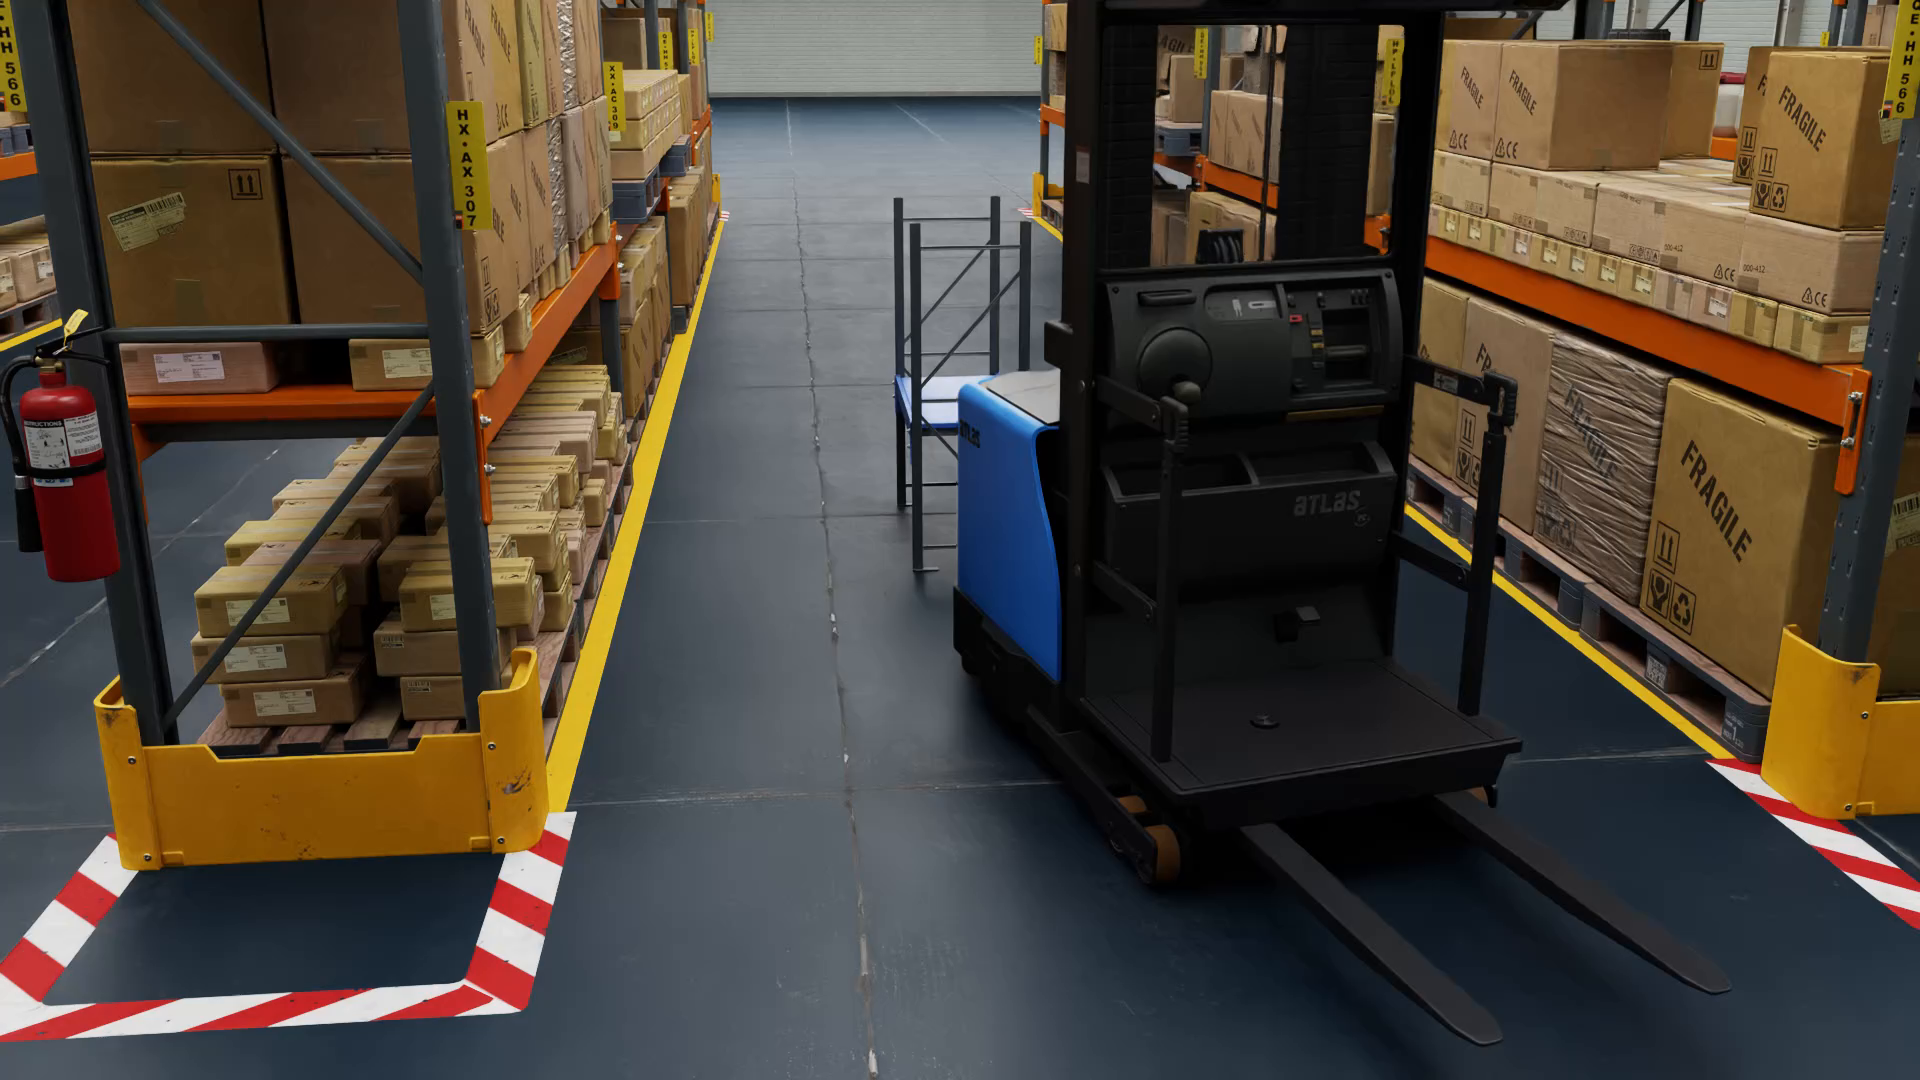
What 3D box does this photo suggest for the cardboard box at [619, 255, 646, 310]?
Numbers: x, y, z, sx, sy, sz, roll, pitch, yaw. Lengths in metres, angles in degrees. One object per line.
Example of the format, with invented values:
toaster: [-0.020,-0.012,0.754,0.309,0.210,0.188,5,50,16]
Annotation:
cardboard box: [-2.100,-1.485,9.620,0.500,0.250,0.500,-1,17,-4]

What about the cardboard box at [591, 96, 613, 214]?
cardboard box: [-1.898,-1.787,7.697,0.500,0.500,0.500,-2,18,-6]

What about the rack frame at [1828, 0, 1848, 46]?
rack frame: [11.331,-5.736,20.939,1.000,3.000,0.127,-2,18,-6]

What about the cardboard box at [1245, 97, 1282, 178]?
cardboard box: [2.194,-2.636,10.898,0.500,0.500,0.500,-2,18,-7]

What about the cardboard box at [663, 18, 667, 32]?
cardboard box: [-2.942,-4.340,14.657,0.700,0.500,0.500,-2,18,-7]

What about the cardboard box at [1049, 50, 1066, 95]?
cardboard box: [1.507,-5.456,19.384,0.875,0.500,0.500,-2,18,-6]

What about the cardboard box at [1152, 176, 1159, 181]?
cardboard box: [1.822,-3.538,17.410,0.500,0.500,0.500,4,18,12]

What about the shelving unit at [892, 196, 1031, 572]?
shelving unit: [-0.009,-0.741,7.533,0.538,1.500,1.048,-2,18,-6]

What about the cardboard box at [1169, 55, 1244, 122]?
cardboard box: [2.050,-3.618,13.327,0.700,0.500,0.500,1,17,3]

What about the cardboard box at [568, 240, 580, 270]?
cardboard box: [-1.804,-1.222,6.982,0.380,0.149,0.250,-3,18,-8]

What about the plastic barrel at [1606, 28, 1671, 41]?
plastic barrel: [6.555,-4.507,16.188,0.600,0.901,0.708,-2,18,-6]

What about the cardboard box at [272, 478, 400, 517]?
cardboard box: [-2.292,-0.122,6.123,0.380,0.149,0.250,-1,17,-4]

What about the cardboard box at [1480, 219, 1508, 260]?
cardboard box: [2.525,-1.326,7.313,0.380,0.149,0.250,-2,18,-6]

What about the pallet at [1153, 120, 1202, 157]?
pallet: [2.123,-3.165,13.071,1.213,0.211,1.003,-2,18,-6]

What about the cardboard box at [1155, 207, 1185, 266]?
cardboard box: [2.078,-2.597,14.381,0.700,0.500,0.500,0,17,-1]

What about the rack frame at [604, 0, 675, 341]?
rack frame: [-2.642,-2.924,11.984,1.000,3.000,0.127,-2,18,-6]

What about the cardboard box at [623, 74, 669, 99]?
cardboard box: [-2.034,-2.852,10.480,0.380,0.149,0.250,-2,18,-6]

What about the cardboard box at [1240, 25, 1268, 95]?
cardboard box: [2.362,-3.355,11.515,0.797,0.503,0.637,-1,17,-4]

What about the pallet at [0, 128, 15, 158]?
pallet: [-7.734,-2.859,12.096,1.213,0.211,1.003,-2,18,-6]

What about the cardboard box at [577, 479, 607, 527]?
cardboard box: [-1.743,-0.158,7.231,0.380,0.149,0.250,-2,18,-6]

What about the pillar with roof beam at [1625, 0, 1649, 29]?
pillar with roof beam: [11.052,-13.800,36.611,9.100,9.000,0.400,-2,18,-6]

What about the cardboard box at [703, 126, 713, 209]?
cardboard box: [-3.331,-4.294,19.194,0.875,0.875,0.875,-2,18,-5]

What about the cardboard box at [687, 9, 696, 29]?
cardboard box: [-3.149,-5.139,16.986,0.875,0.550,0.550,-2,18,-6]

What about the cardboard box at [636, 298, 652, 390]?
cardboard box: [-2.098,-1.126,9.729,0.500,0.500,0.500,-1,17,-3]

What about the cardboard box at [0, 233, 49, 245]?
cardboard box: [-7.760,-2.302,13.689,0.950,0.372,0.625,-1,17,-4]

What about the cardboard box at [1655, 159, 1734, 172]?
cardboard box: [3.130,-1.496,7.190,0.500,0.250,0.500,-1,17,-5]

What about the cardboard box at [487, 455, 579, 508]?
cardboard box: [-1.688,-0.223,6.445,0.380,0.149,0.250,-2,17,-5]

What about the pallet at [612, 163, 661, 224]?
pallet: [-2.163,-1.873,8.956,1.003,0.211,1.213,-2,18,-6]

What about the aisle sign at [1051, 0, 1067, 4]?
aisle sign: [1.172,-6.680,19.608,0.394,0.787,0.004,-2,18,-6]

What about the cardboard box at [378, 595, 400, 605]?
cardboard box: [-2.185,0.241,5.961,0.380,0.149,0.250,-2,18,-5]

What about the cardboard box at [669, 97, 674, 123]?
cardboard box: [-2.053,-2.781,10.750,0.380,0.149,0.250,-2,18,-6]

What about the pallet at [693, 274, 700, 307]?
pallet: [-2.771,-2.194,14.312,1.003,0.211,1.213,-2,18,-6]

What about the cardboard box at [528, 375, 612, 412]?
cardboard box: [-1.868,-0.684,7.912,0.380,0.149,0.250,-2,17,-5]

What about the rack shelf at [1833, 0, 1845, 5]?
rack shelf: [11.537,-6.228,18.700,1.077,0.370,4.000,-2,18,-6]

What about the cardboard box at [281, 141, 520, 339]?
cardboard box: [-1.588,-0.873,4.786,0.500,0.500,0.500,-1,17,-3]

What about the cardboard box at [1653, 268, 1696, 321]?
cardboard box: [2.685,-0.867,5.850,0.380,0.149,0.250,-1,17,-5]

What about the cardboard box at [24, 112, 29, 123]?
cardboard box: [-7.522,-3.407,13.241,0.380,0.149,0.250,-1,17,-4]

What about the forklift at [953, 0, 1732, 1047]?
forklift: [0.932,-0.577,4.621,1.130,2.935,3.031,-6,18,-18]

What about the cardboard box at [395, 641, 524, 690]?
cardboard box: [-1.661,0.378,5.525,0.380,0.149,0.250,-2,18,-6]

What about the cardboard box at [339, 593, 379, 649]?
cardboard box: [-2.128,0.249,5.438,0.380,0.149,0.250,-2,18,-7]

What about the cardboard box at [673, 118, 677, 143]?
cardboard box: [-2.083,-2.721,11.056,0.380,0.149,0.250,-1,17,-5]

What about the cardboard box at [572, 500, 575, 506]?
cardboard box: [-1.813,-0.238,6.988,0.380,0.149,0.250,-3,18,-8]

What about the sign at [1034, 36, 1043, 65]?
sign: [0.938,-5.827,19.785,0.100,0.325,0.005,-2,18,-6]

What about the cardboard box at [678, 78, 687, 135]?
cardboard box: [-2.630,-3.715,14.337,0.500,0.500,0.500,-2,17,-5]

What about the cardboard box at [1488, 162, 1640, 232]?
cardboard box: [2.608,-1.476,7.123,0.500,0.250,0.500,-1,17,-4]

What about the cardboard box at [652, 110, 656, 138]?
cardboard box: [-1.895,-2.318,9.275,0.380,0.149,0.250,-3,18,-8]

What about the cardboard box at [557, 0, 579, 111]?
cardboard box: [-1.814,-1.961,6.582,0.500,0.500,0.500,-1,17,-4]

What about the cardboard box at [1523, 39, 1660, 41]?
cardboard box: [3.028,-2.155,8.036,0.500,0.500,0.500,-1,17,-4]

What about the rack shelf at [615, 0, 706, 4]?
rack shelf: [-3.260,-5.800,17.336,1.077,0.370,4.000,-2,18,-6]

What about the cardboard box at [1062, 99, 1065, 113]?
cardboard box: [1.328,-4.769,18.279,0.380,0.149,0.250,-2,18,-6]

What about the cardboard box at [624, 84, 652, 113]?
cardboard box: [-1.871,-2.388,9.000,0.380,0.149,0.250,-2,18,-5]

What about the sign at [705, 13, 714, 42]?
sign: [-2.926,-5.986,19.407,0.100,0.325,0.005,-2,18,-6]

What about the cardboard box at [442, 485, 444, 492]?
cardboard box: [-2.341,-0.212,6.908,0.380,0.149,0.250,-2,18,-6]

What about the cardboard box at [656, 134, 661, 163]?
cardboard box: [-1.920,-2.252,9.562,0.380,0.149,0.250,-3,18,-8]

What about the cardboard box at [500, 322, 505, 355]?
cardboard box: [-1.591,-0.602,5.007,0.380,0.149,0.250,-1,17,-4]

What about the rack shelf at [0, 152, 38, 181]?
rack shelf: [-7.761,-2.994,13.407,1.077,0.370,4.000,-2,18,-6]

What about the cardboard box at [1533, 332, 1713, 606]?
cardboard box: [2.888,-0.310,6.503,0.875,0.875,0.875,-2,18,-6]
